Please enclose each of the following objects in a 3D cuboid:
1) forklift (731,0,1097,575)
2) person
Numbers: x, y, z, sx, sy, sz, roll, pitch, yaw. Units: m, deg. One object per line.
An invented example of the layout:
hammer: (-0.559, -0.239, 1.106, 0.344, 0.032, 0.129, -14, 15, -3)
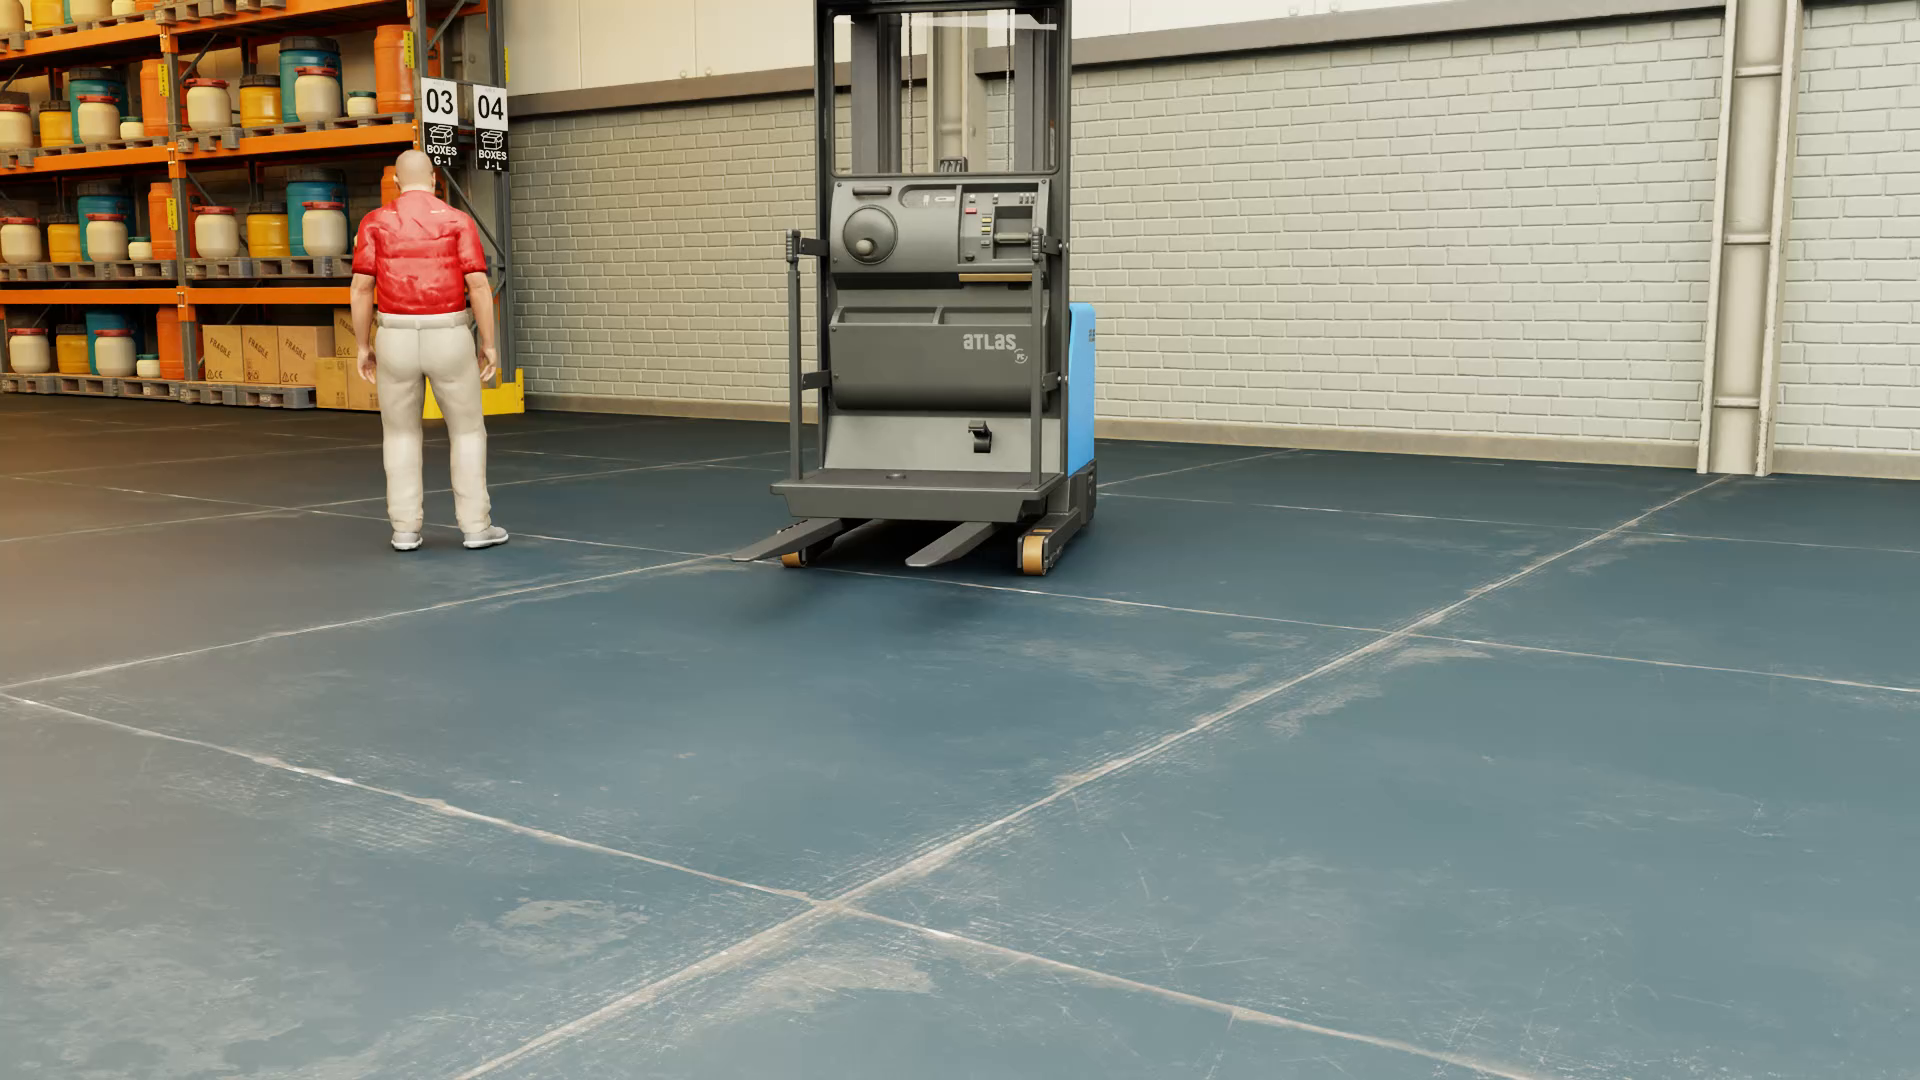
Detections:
forklift: (-0.129, -1.365, 6.789, 1.130, 2.935, 3.031, 2, 8, 12)
person: (-2.329, -0.825, 7.262, 0.603, 1.727, 0.389, -1, 8, -9)
